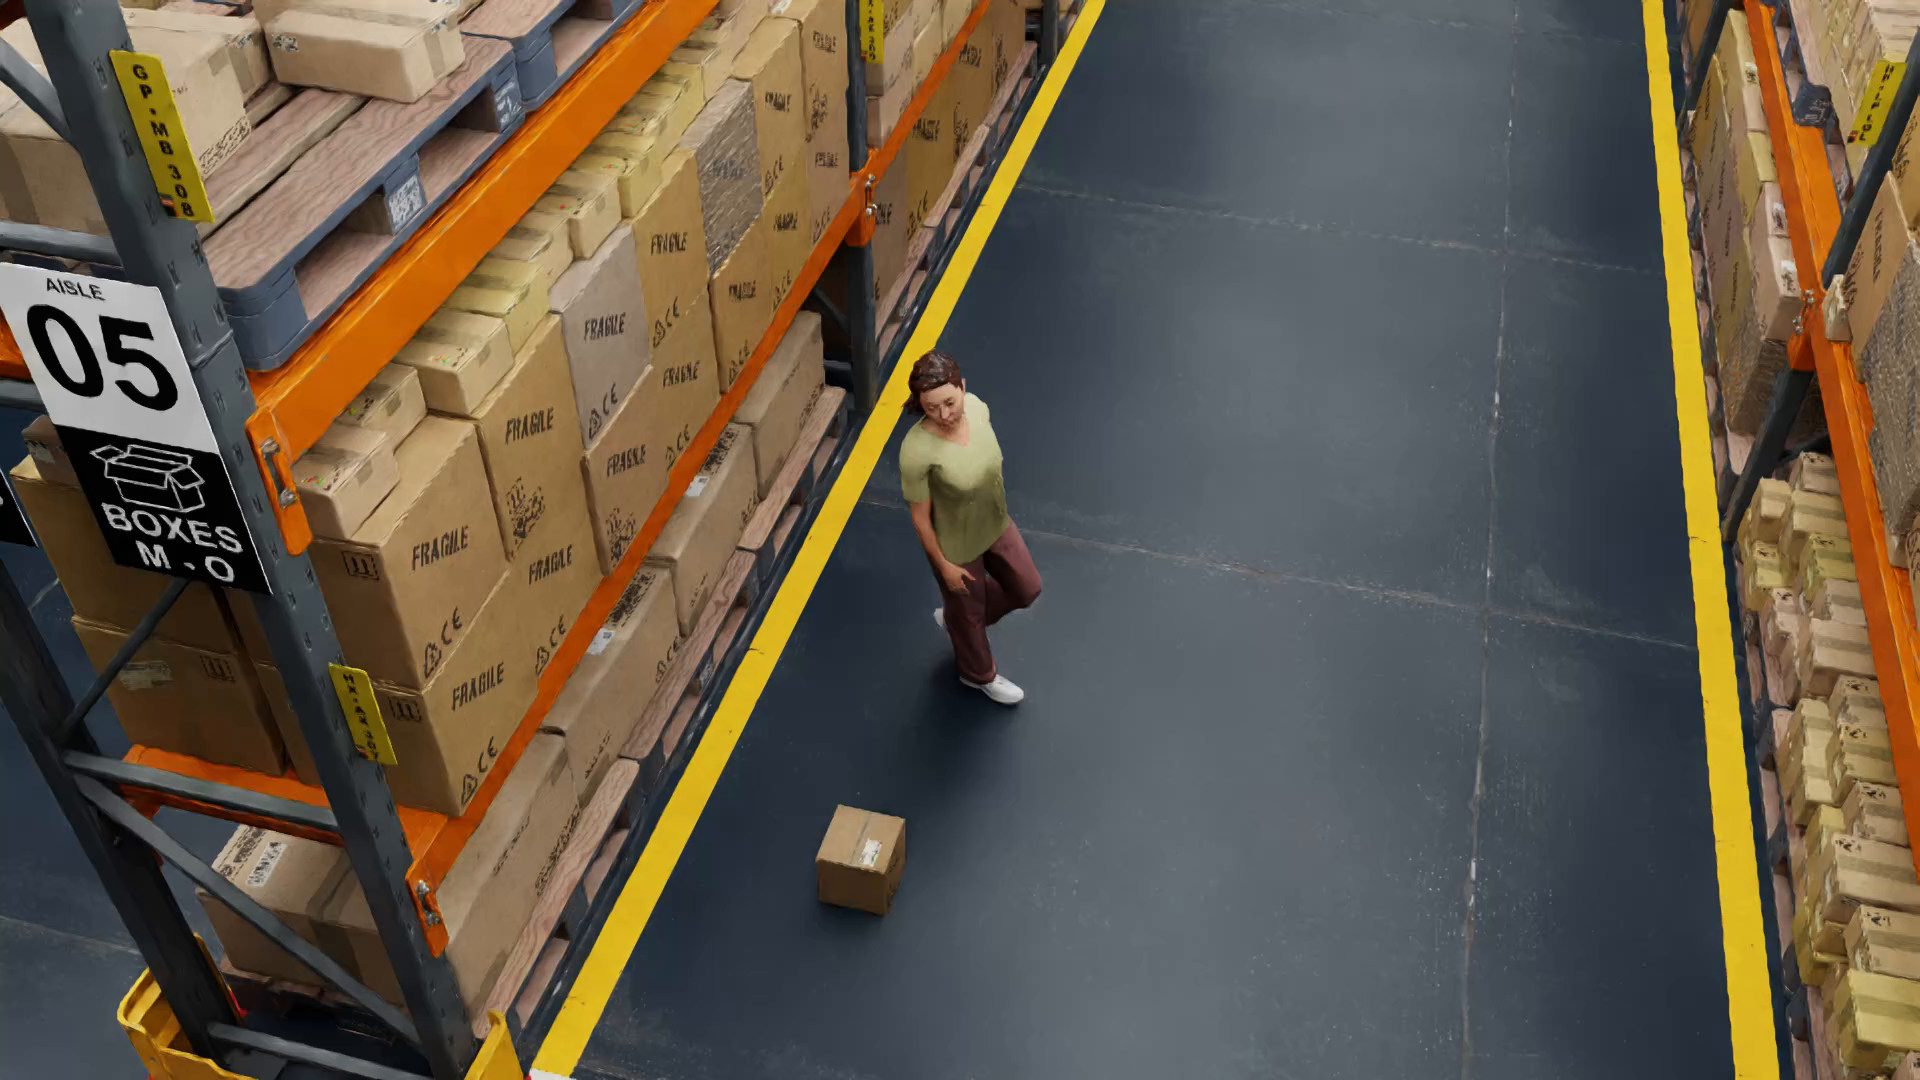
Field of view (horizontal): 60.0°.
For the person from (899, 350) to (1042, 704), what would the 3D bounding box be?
[{"bbox_3d":[0.007,-0.022,6.182,0.525,1.653,0.478,-32,50,-31],"label":"person"}]
